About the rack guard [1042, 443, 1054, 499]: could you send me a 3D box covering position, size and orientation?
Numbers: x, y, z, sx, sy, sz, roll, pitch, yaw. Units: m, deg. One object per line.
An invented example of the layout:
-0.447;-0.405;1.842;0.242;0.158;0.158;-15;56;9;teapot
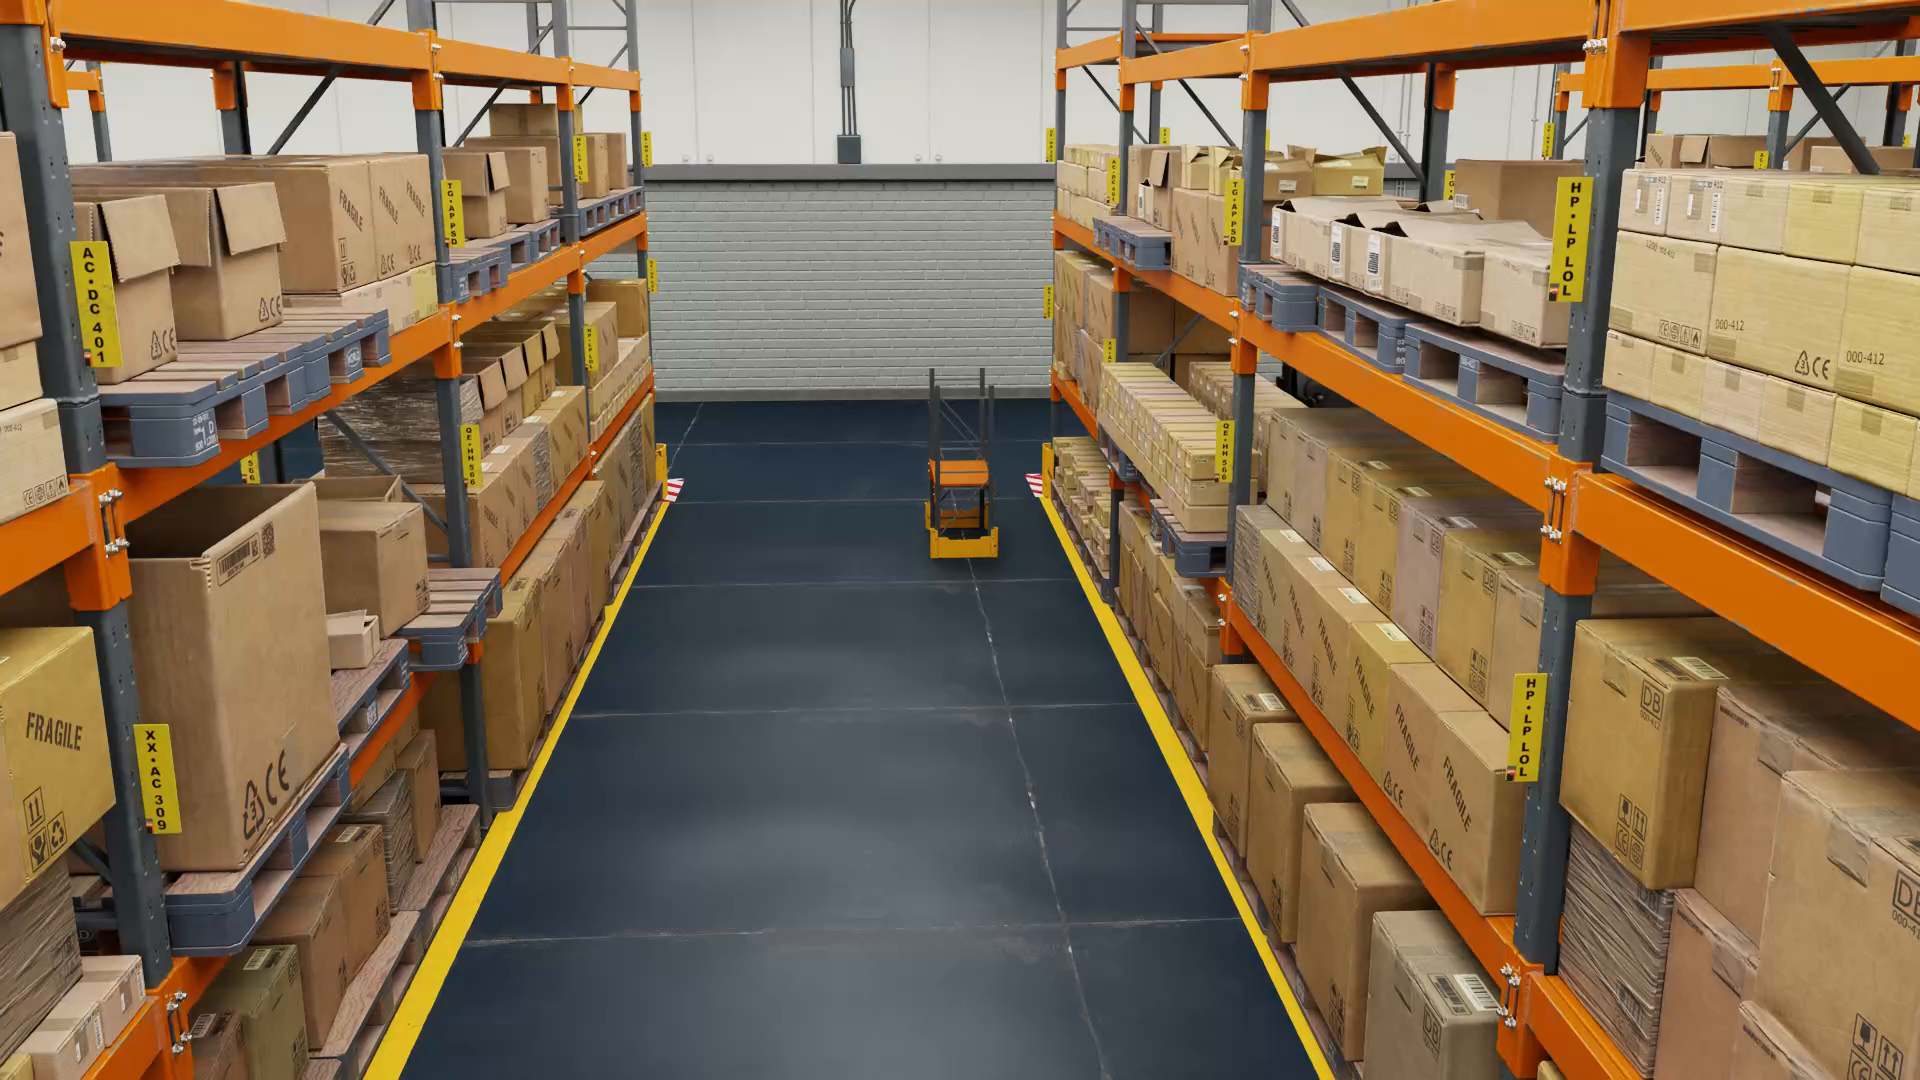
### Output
1.424;-0.706;16.766;1.175;0.500;0.348;-1;14;-3;rack guard

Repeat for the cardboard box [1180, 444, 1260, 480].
1.427;-0.430;9.147;0.380;0.149;0.250;-1;15;-6;cardboard box

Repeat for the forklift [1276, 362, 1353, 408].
3.469;-1.402;14.594;1.130;2.935;3.031;-2;15;-9;forklift

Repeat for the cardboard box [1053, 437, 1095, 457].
1.113;-0.911;16.230;0.380;0.149;0.250;-2;15;-6;cardboard box

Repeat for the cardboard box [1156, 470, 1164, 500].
1.384;-0.331;9.954;0.380;0.149;0.250;-1;14;-4;cardboard box

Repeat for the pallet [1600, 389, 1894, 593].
2.203;-0.157;3.775;1.003;0.211;1.213;-1;14;-3;pallet

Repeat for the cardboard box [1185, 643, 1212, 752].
1.613;0.902;9.675;0.500;0.500;0.500;-1;14;-4;cardboard box

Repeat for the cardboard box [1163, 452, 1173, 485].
1.393;-0.419;9.700;0.380;0.149;0.250;-1;14;-2;cardboard box

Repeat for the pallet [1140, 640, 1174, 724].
1.796;0.908;11.075;1.003;0.211;1.213;-1;14;-3;pallet

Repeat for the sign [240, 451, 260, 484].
-3.595;-0.446;8.415;0.100;0.325;0.005;-1;14;-3;sign

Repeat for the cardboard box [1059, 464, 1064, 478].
1.156;-0.699;16.004;0.380;0.149;0.250;-1;14;-4;cardboard box

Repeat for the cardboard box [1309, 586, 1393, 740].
1.767;0.497;6.873;0.500;0.500;0.500;-1;14;-4;cardboard box

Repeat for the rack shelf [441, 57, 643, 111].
-3.413;-3.750;13.787;1.077;0.370;4.000;-1;14;-3;rack shelf

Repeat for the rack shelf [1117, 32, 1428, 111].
1.791;-2.806;10.121;1.077;0.370;4.000;-1;14;-3;rack shelf

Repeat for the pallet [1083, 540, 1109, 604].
1.590;0.243;13.657;1.003;0.211;1.213;-1;14;-3;pallet

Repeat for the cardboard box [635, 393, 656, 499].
-3.418;-0.900;15.927;0.875;0.875;0.875;-1;14;-3;cardboard box

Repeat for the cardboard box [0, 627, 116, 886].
-2.491;0.531;4.137;0.500;0.500;0.500;-1;14;-3;cardboard box

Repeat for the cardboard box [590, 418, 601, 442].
-2.976;-0.846;12.799;0.380;0.149;0.250;-1;14;-3;cardboard box

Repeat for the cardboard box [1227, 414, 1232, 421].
1.974;-0.743;10.957;0.380;0.149;0.250;-1;14;-3;cardboard box

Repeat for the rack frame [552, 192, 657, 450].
-3.537;-1.884;16.328;1.000;3.000;0.127;-1;14;-3;rack frame

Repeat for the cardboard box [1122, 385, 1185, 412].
1.299;-0.946;11.153;0.380;0.149;0.250;-1;14;-4;cardboard box

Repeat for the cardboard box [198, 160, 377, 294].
-2.704;-1.272;6.727;0.500;0.500;0.500;-1;14;-2;cardboard box

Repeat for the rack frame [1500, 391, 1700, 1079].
2.163;1.049;4.929;1.000;3.000;0.127;-1;14;-3;rack frame

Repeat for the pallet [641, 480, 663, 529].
-3.410;-0.336;15.908;1.003;0.211;1.213;-1;14;-3;pallet

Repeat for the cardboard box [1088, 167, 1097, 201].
1.327;-2.933;13.683;0.500;0.250;0.500;0;14;-1;cardboard box

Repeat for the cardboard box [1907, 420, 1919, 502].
1.927;-0.121;2.919;0.380;0.149;0.250;-1;14;-3;cardboard box

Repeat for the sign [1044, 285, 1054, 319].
0.878;-2.346;16.388;0.100;0.325;0.005;-1;14;-3;sign

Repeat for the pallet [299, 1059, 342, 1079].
-2.843;2.257;5.829;1.003;0.211;1.213;-1;14;-3;pallet

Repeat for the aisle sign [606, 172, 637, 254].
-3.242;-3.165;16.092;0.394;0.787;0.004;-1;14;-3;aisle sign

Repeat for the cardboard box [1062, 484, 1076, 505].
1.159;-0.432;15.564;0.380;0.149;0.250;-1;14;-3;cardboard box

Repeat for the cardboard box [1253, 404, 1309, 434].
1.997;-0.760;10.429;0.380;0.149;0.250;0;14;-2;cardboard box

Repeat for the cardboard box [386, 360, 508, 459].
-3.108;-0.773;9.796;0.797;0.503;0.637;-1;14;-2;cardboard box

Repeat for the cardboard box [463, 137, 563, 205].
-3.398;-2.836;12.764;0.700;0.500;0.500;-2;15;-7;cardboard box

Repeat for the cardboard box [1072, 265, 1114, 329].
1.265;-2.115;14.421;0.500;0.500;0.500;-1;14;-5;cardboard box

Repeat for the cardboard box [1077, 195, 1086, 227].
1.286;-2.812;14.218;0.500;0.250;0.500;-1;14;-4;cardboard box

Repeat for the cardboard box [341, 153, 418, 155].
-3.292;-1.963;9.571;0.500;0.500;0.500;0;14;0;cardboard box

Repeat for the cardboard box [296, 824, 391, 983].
-2.891;1.548;7.123;0.700;0.500;0.500;0;14;1;cardboard box

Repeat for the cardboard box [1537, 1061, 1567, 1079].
2.132;2.032;4.530;0.875;0.875;0.875;-1;14;-3;cardboard box

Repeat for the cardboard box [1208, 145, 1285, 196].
1.584;-2.041;9.184;0.396;0.266;0.258;-1;14;-3;cardboard box

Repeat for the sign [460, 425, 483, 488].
-2.500;-0.427;8.503;0.100;0.325;0.005;-1;14;-3;sign

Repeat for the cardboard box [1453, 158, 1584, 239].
2.302;-1.271;6.681;0.500;0.500;0.500;-1;14;-3;cardboard box

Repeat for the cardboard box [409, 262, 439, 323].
-2.767;-1.160;7.796;0.500;0.250;0.500;-1;14;-3;cardboard box

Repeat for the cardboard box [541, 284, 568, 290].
-3.746;-2.071;15.253;0.500;0.500;0.500;-1;14;-5;cardboard box

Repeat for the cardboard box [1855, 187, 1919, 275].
1.911;-0.571;3.065;0.380;0.149;0.250;-1;14;-3;cardboard box

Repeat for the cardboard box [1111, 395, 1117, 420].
1.267;-0.933;11.696;0.380;0.149;0.250;-1;14;-2;cardboard box

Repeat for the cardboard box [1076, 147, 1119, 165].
1.211;-3.344;14.482;0.380;0.149;0.250;0;14;-2;cardboard box

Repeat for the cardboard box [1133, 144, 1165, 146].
1.733;-3.672;15.758;0.380;0.149;0.250;-1;14;-4;cardboard box

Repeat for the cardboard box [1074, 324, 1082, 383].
1.286;-1.630;14.546;0.500;0.500;0.500;-1;14;-5;cardboard box

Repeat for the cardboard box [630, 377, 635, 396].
-3.105;-1.360;14.798;0.380;0.149;0.250;-1;14;-3;cardboard box

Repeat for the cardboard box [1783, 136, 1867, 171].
6.775;-2.945;13.187;0.500;0.500;0.500;-1;14;-2;cardboard box

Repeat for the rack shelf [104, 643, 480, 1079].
-2.918;0.952;6.752;1.077;0.370;4.000;-1;14;-3;rack shelf

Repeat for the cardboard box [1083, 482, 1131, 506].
1.260;-0.392;14.216;0.380;0.149;0.250;-2;15;-6;cardboard box

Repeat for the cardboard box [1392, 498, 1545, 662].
2.062;0.139;6.257;0.700;0.500;0.500;-1;14;-3;cardboard box

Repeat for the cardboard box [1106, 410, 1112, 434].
1.256;-0.848;11.965;0.380;0.149;0.250;-1;14;-3;cardboard box

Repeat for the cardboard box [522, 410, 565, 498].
-2.925;-0.572;11.031;0.500;0.500;0.500;-1;14;-4;cardboard box

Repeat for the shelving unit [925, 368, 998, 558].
0.005;-0.707;14.766;0.587;1.500;1.083;-1;14;-3;shelving unit
